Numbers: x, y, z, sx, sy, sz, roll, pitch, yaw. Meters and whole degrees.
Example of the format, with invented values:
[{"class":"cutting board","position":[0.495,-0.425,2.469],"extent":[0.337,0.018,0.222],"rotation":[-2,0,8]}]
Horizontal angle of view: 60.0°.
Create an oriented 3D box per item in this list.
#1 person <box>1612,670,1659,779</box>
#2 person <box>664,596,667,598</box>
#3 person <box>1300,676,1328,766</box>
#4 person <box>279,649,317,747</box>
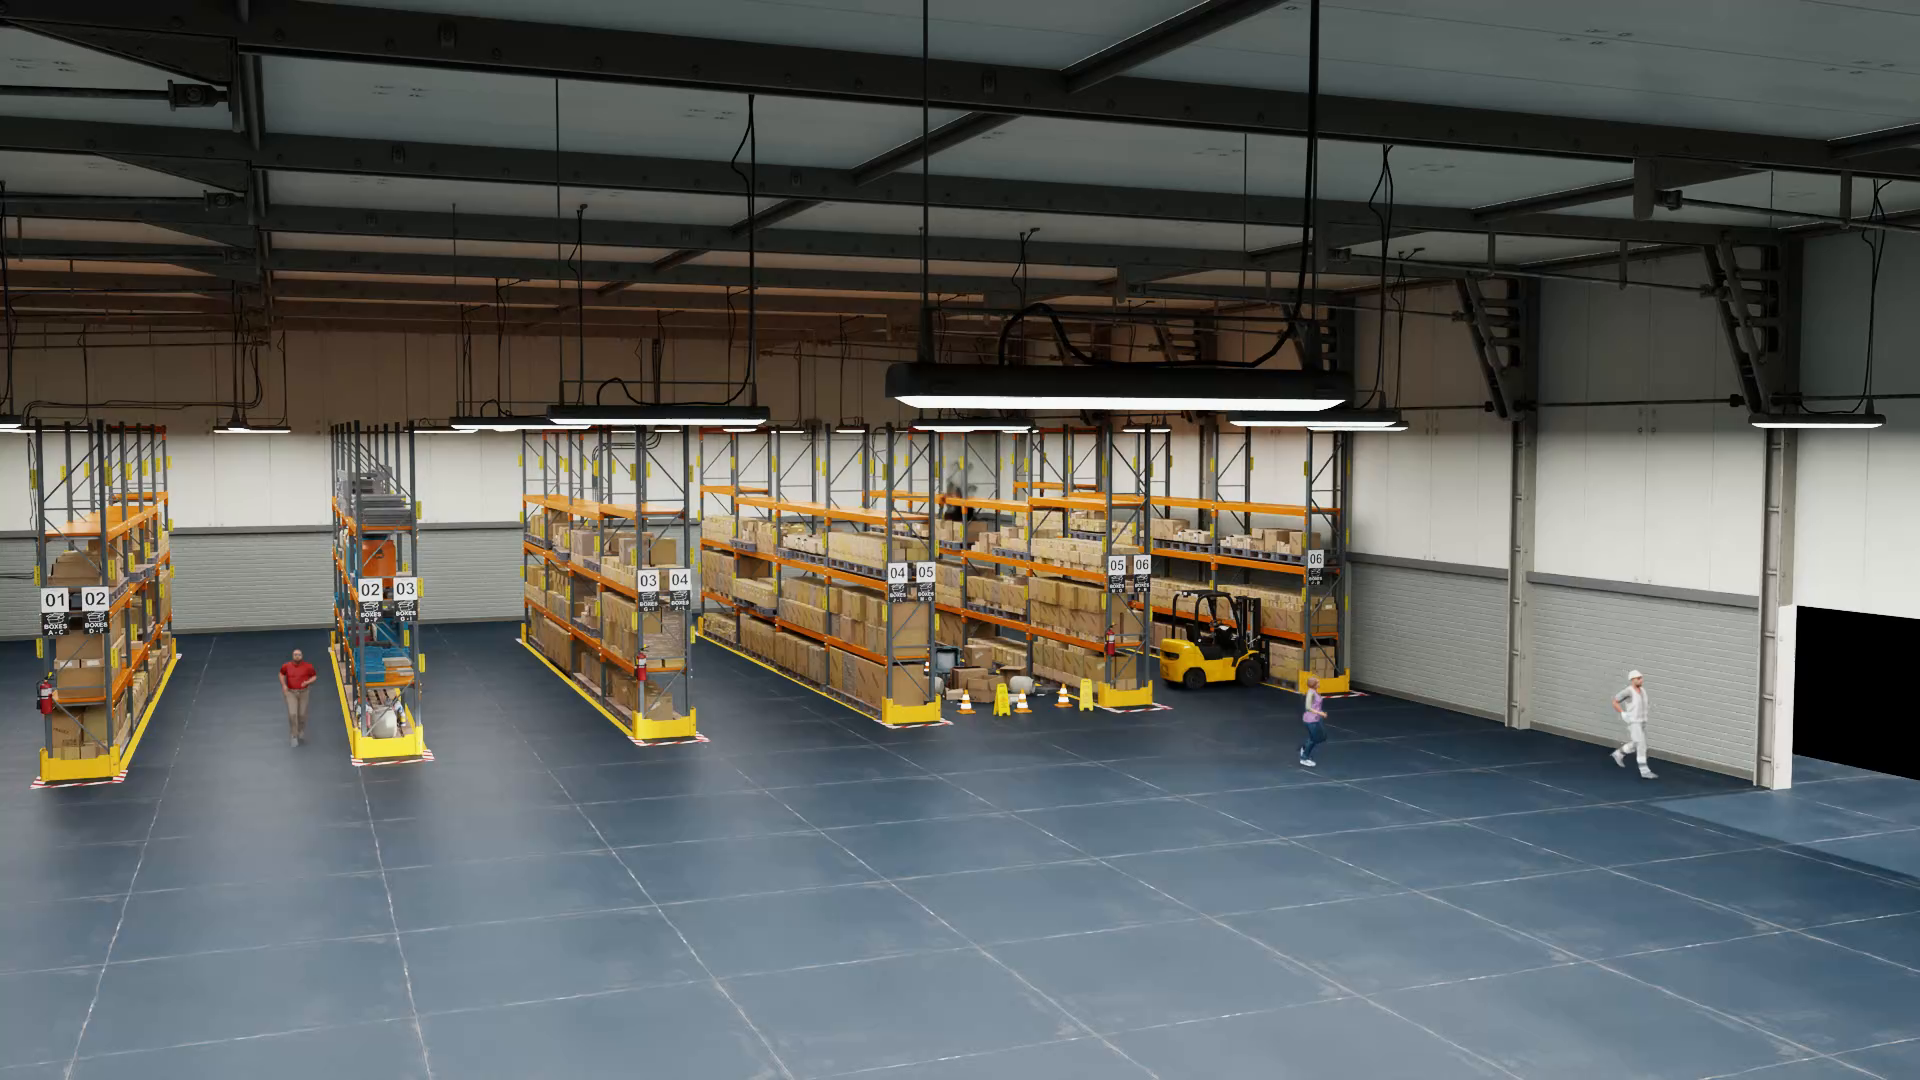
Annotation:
[{"class":"person","position":[11.347,3.072,27.940],"extent":[0.665,1.768,0.981],"rotation":[-2,4,-31]},{"class":"person","position":[-8.602,1.933,47.381],"extent":[0.594,1.705,0.751],"rotation":[1,4,11]},{"class":"person","position":[6.136,3.138,28.802],"extent":[0.517,1.565,0.541],"rotation":[2,4,26]},{"class":"person","position":[-12.338,2.915,31.021],"extent":[0.648,1.765,0.850],"rotation":[-1,4,-23]}]
